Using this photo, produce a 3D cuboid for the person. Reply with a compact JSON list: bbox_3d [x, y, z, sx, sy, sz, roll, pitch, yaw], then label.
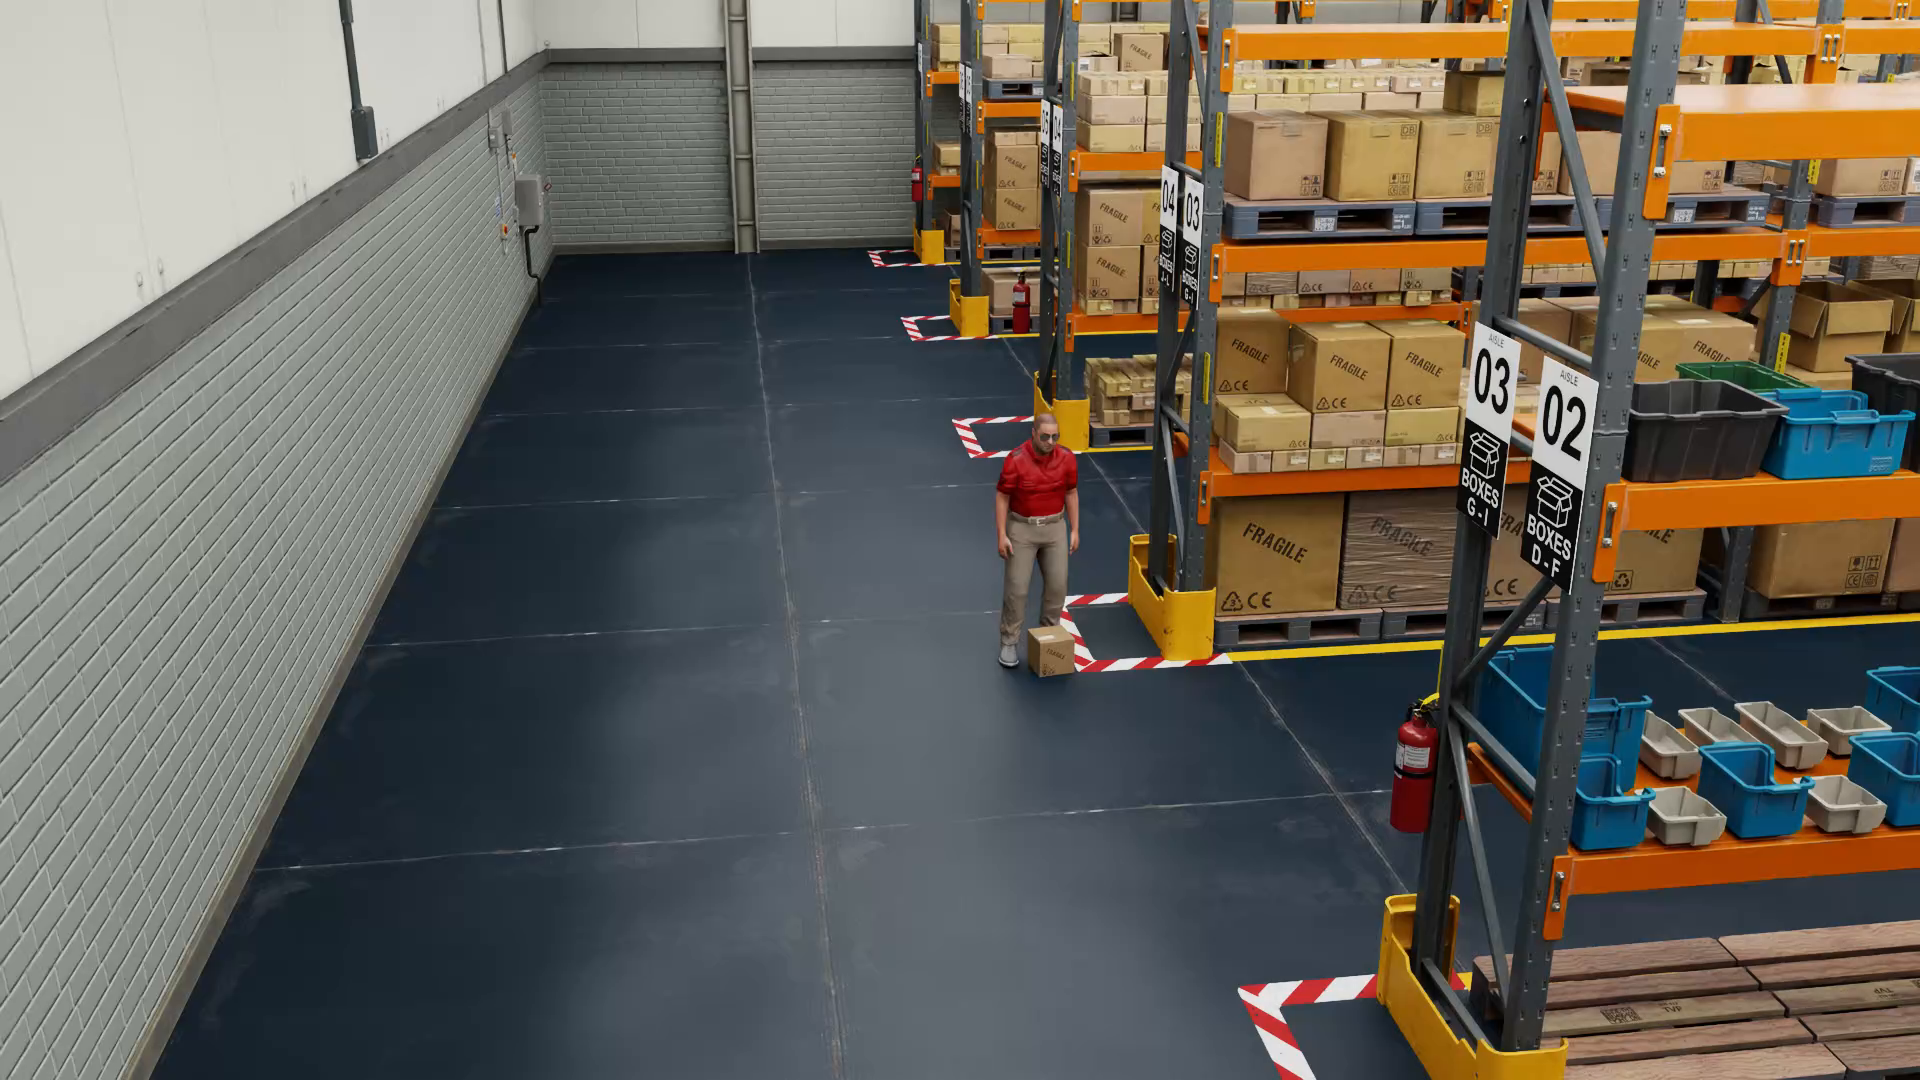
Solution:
[{"bbox_3d":[0.525,-0.030,11.175,0.589,1.726,0.393,-5,21,-15],"label":"person"}]
